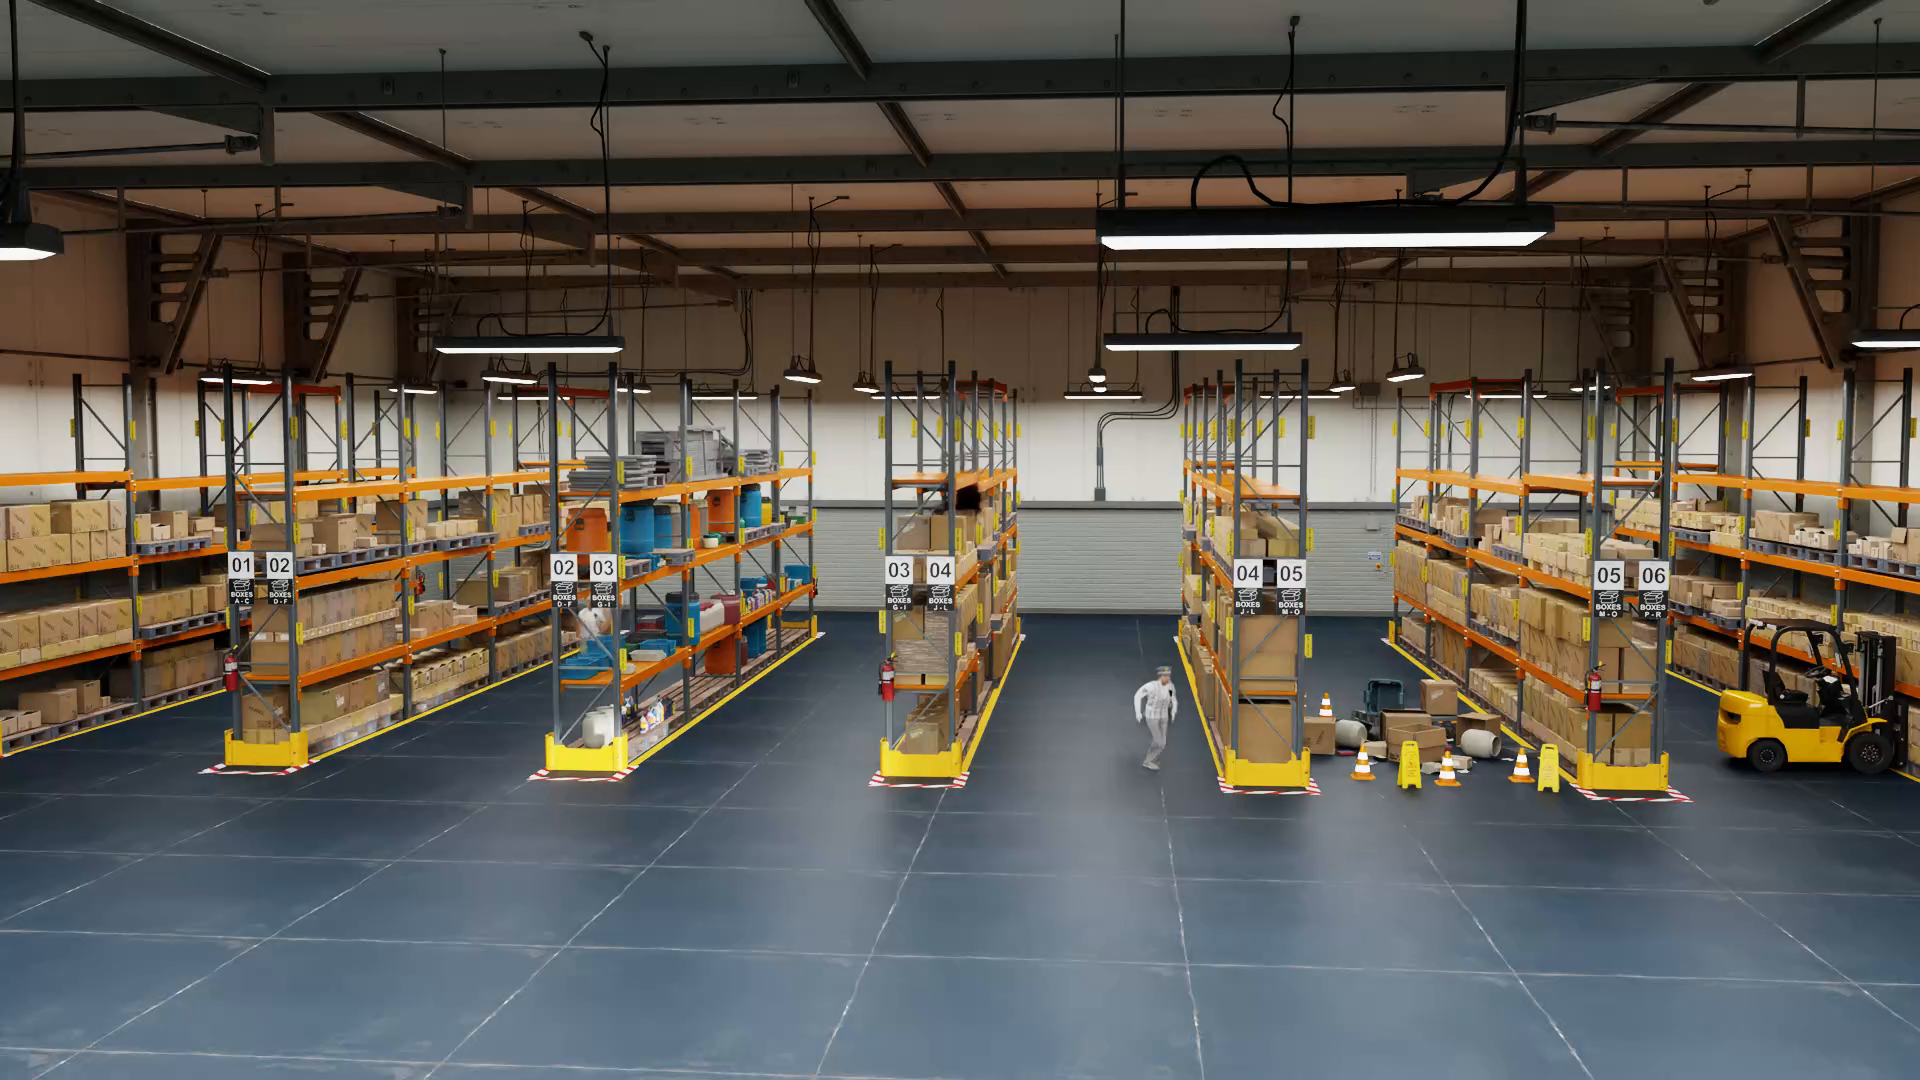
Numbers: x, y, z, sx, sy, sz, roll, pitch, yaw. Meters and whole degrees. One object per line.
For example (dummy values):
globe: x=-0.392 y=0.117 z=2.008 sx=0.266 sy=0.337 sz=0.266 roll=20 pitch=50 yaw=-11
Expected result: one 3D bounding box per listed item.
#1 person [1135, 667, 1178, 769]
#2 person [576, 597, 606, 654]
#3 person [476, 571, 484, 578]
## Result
person: x=2.888 y=2.610 z=24.367 sx=0.629 sy=1.562 sz=0.609 roll=-1 pitch=4 yaw=-21
person: x=-7.525 y=1.970 z=33.902 sx=0.595 sy=1.609 sz=0.512 roll=0 pitch=4 yaw=-5
person: x=-11.103 y=1.593 z=38.648 sx=0.692 sy=1.763 sz=0.953 roll=0 pitch=4 yaw=0
